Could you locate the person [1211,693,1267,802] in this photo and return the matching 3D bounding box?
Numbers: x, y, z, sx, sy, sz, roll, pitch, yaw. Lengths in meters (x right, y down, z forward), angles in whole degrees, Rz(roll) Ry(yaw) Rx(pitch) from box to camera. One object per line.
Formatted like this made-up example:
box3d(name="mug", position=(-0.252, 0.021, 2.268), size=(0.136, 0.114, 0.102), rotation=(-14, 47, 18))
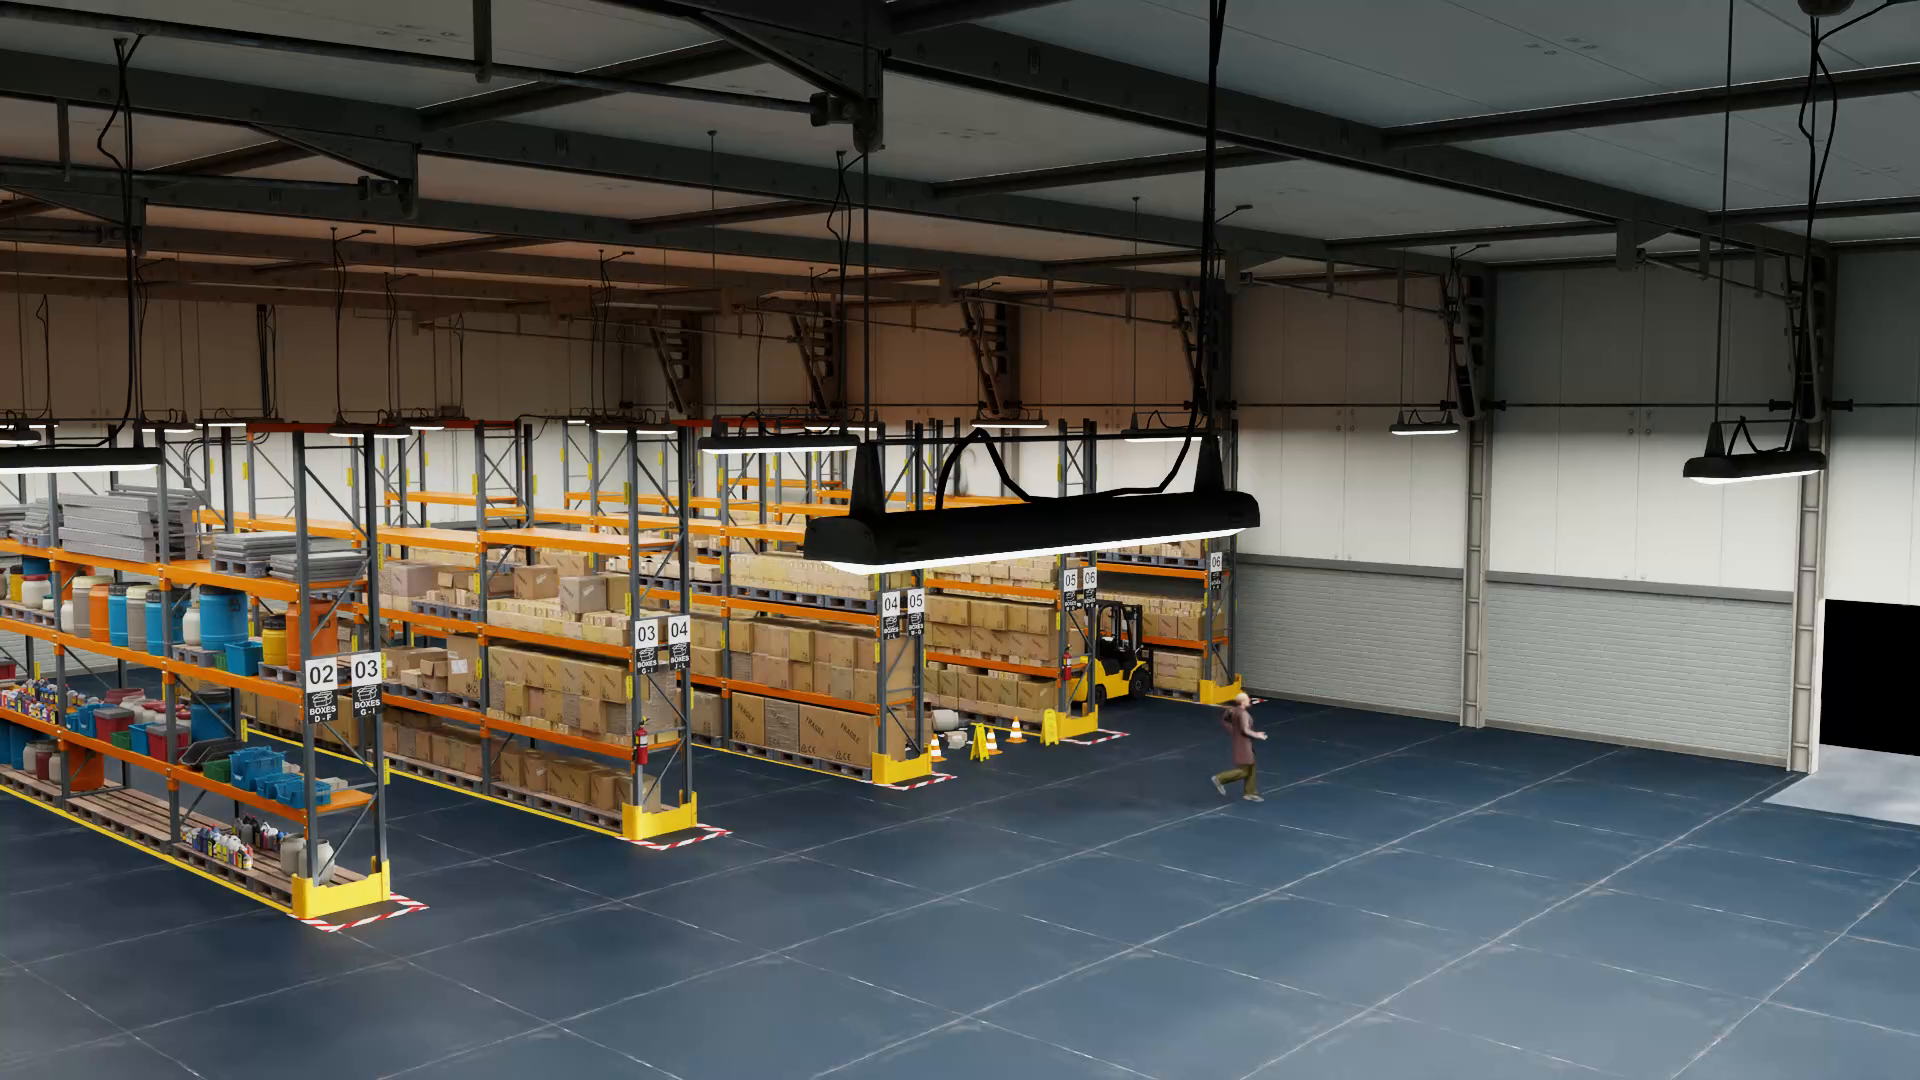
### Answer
box3d(name="person", position=(4.420, 3.316, 26.455), size=(0.917, 1.790, 0.720), rotation=(-1, 5, -8))
